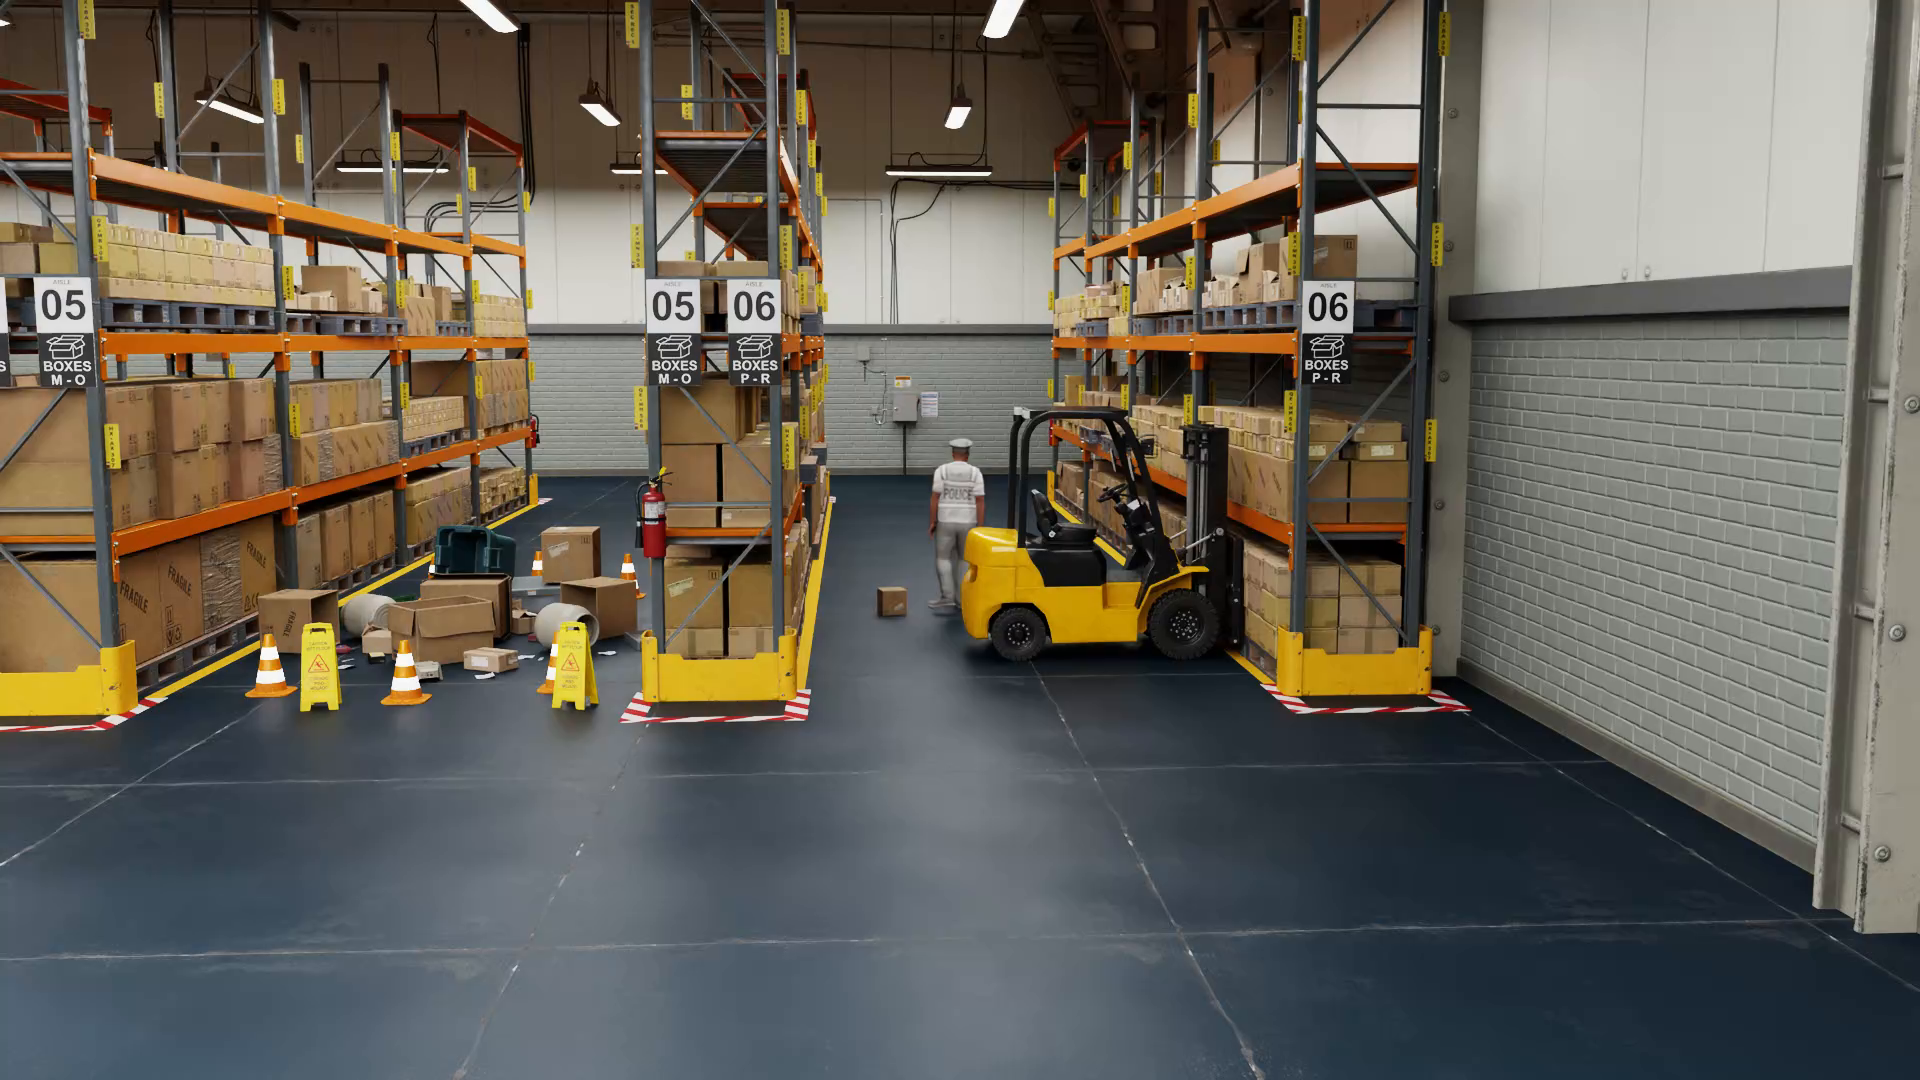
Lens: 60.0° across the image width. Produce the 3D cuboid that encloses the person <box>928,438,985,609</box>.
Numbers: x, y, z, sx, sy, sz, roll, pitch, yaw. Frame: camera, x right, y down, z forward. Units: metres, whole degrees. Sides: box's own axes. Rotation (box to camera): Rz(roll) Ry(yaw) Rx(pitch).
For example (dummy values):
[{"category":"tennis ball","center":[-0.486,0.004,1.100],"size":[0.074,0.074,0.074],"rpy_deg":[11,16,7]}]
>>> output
[{"category":"person","center":[-0.038,-0.153,16.980],"size":[0.602,1.740,0.593],"rpy_deg":[-1,7,-6]}]
